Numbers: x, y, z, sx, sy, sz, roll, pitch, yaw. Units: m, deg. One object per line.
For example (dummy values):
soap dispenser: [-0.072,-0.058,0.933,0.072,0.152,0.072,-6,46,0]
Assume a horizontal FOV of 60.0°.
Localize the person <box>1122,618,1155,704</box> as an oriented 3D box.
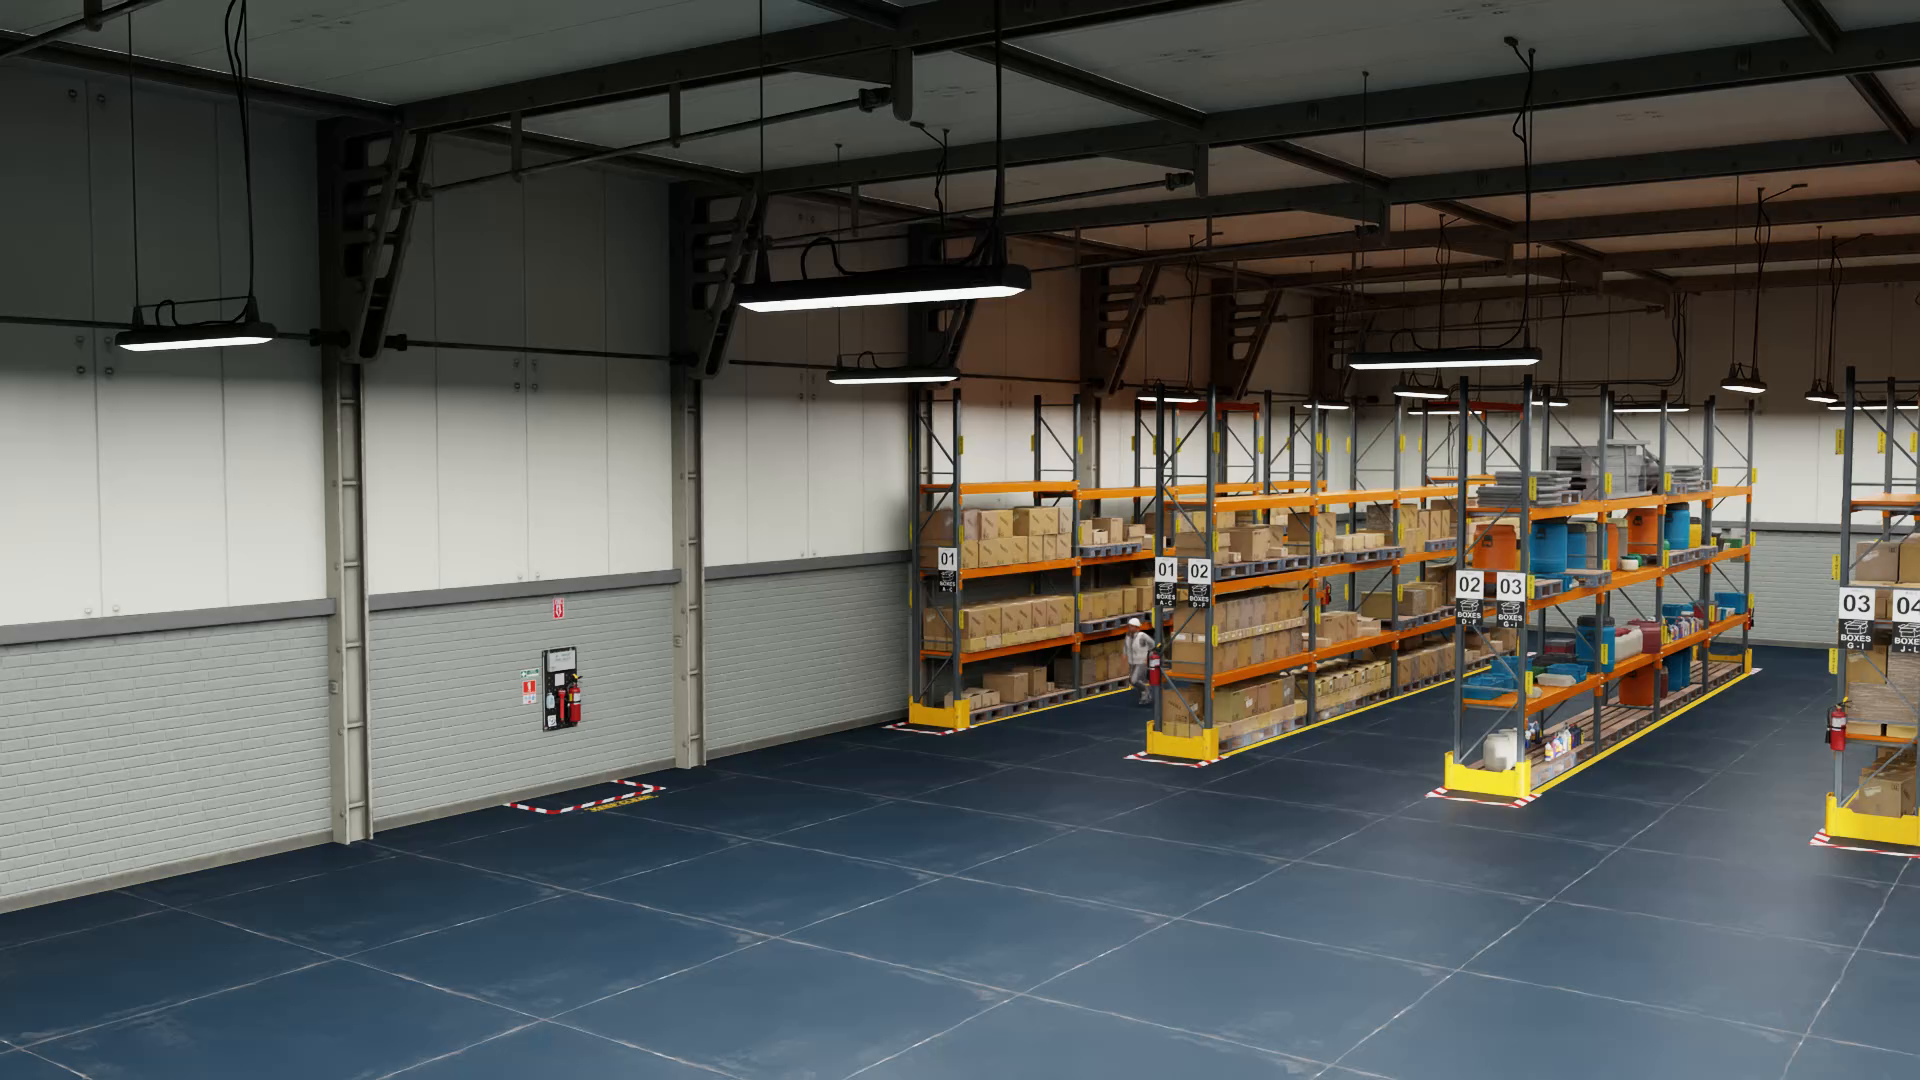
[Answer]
person: [3.459,2.336,31.990,0.726,1.688,0.691,-3,4,-44]
